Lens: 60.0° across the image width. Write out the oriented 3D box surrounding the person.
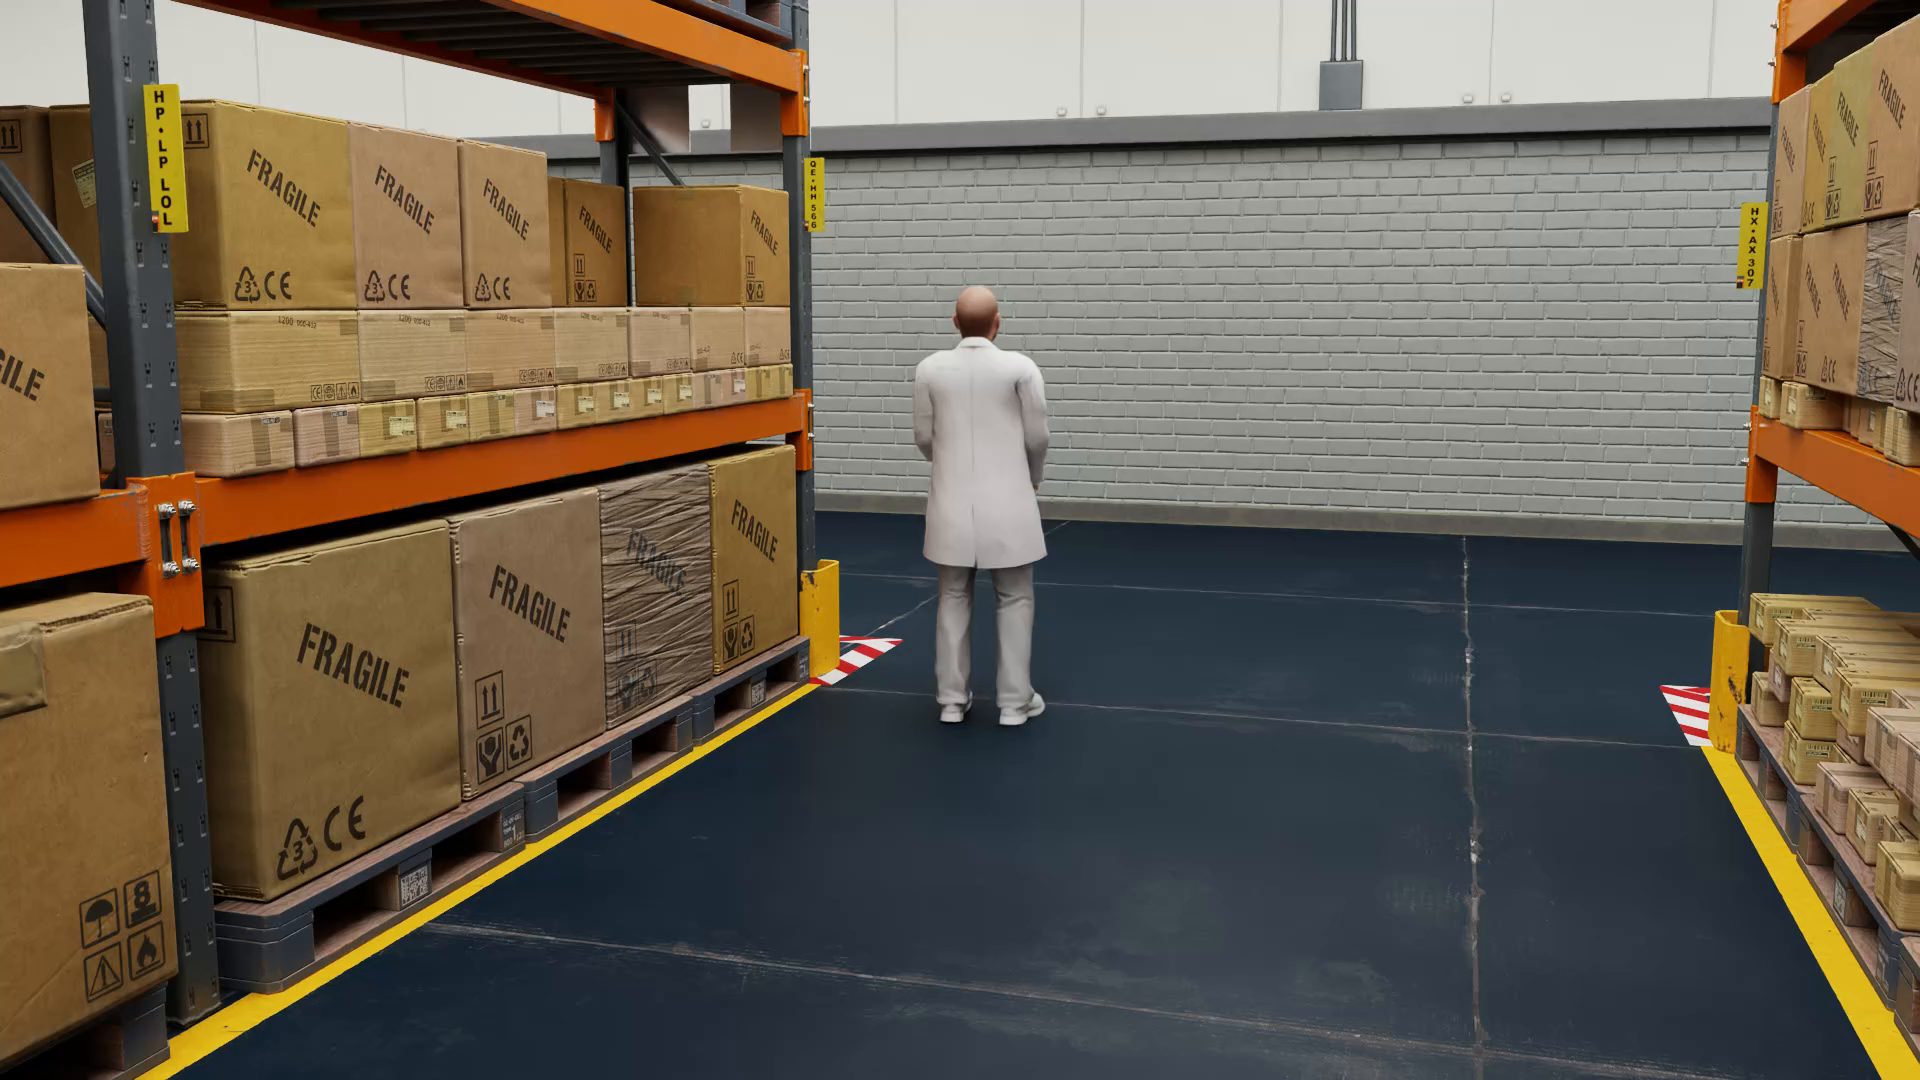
[{"bbox_3d":[0.110,-0.150,6.895,0.563,1.782,0.508,2,8,15],"label":"person"}]
